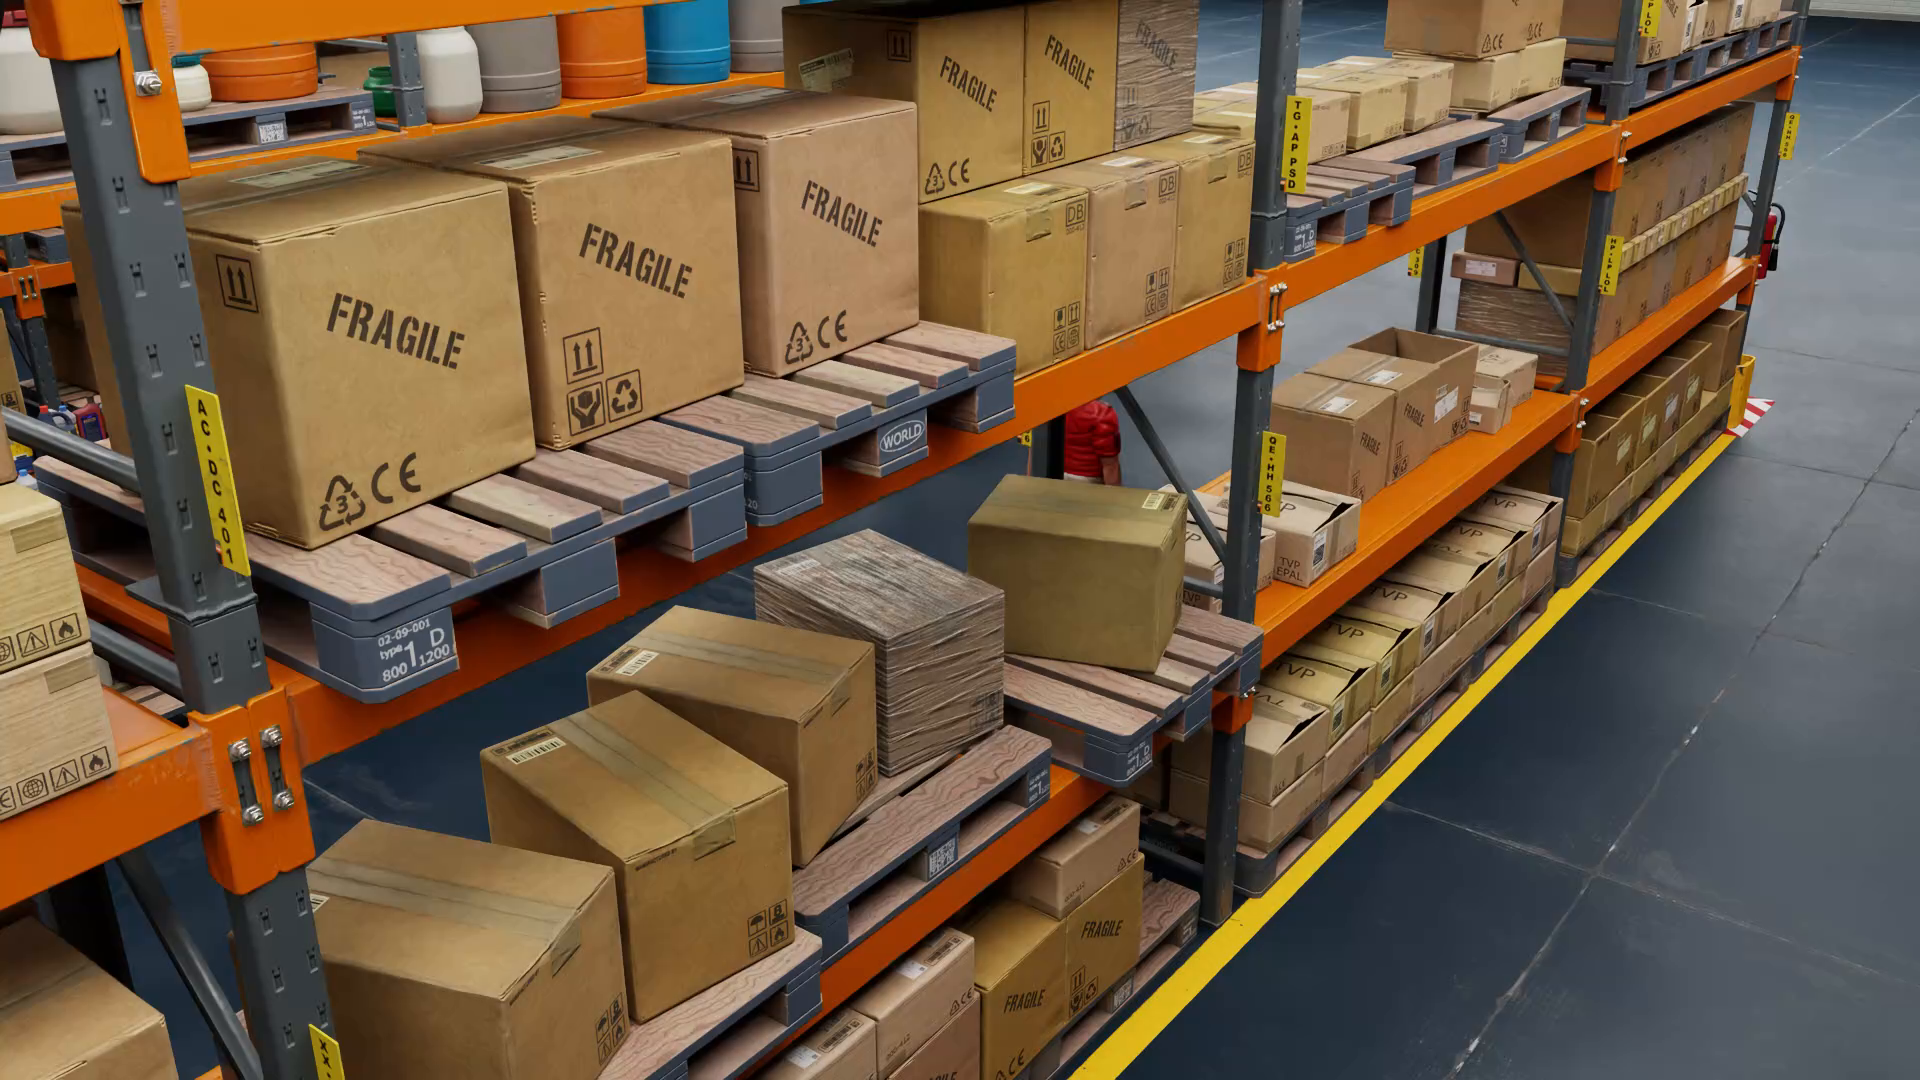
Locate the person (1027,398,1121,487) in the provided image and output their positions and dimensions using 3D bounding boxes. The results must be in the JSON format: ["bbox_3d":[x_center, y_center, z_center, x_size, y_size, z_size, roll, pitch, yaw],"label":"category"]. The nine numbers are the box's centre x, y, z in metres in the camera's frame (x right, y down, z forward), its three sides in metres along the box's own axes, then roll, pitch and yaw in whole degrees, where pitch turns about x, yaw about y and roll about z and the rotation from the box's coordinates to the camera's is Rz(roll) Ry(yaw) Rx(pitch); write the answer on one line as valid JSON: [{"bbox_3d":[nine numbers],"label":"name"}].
[{"bbox_3d":[0.679,-0.252,9.221,0.553,1.690,0.901,17,29,35],"label":"person"}]
